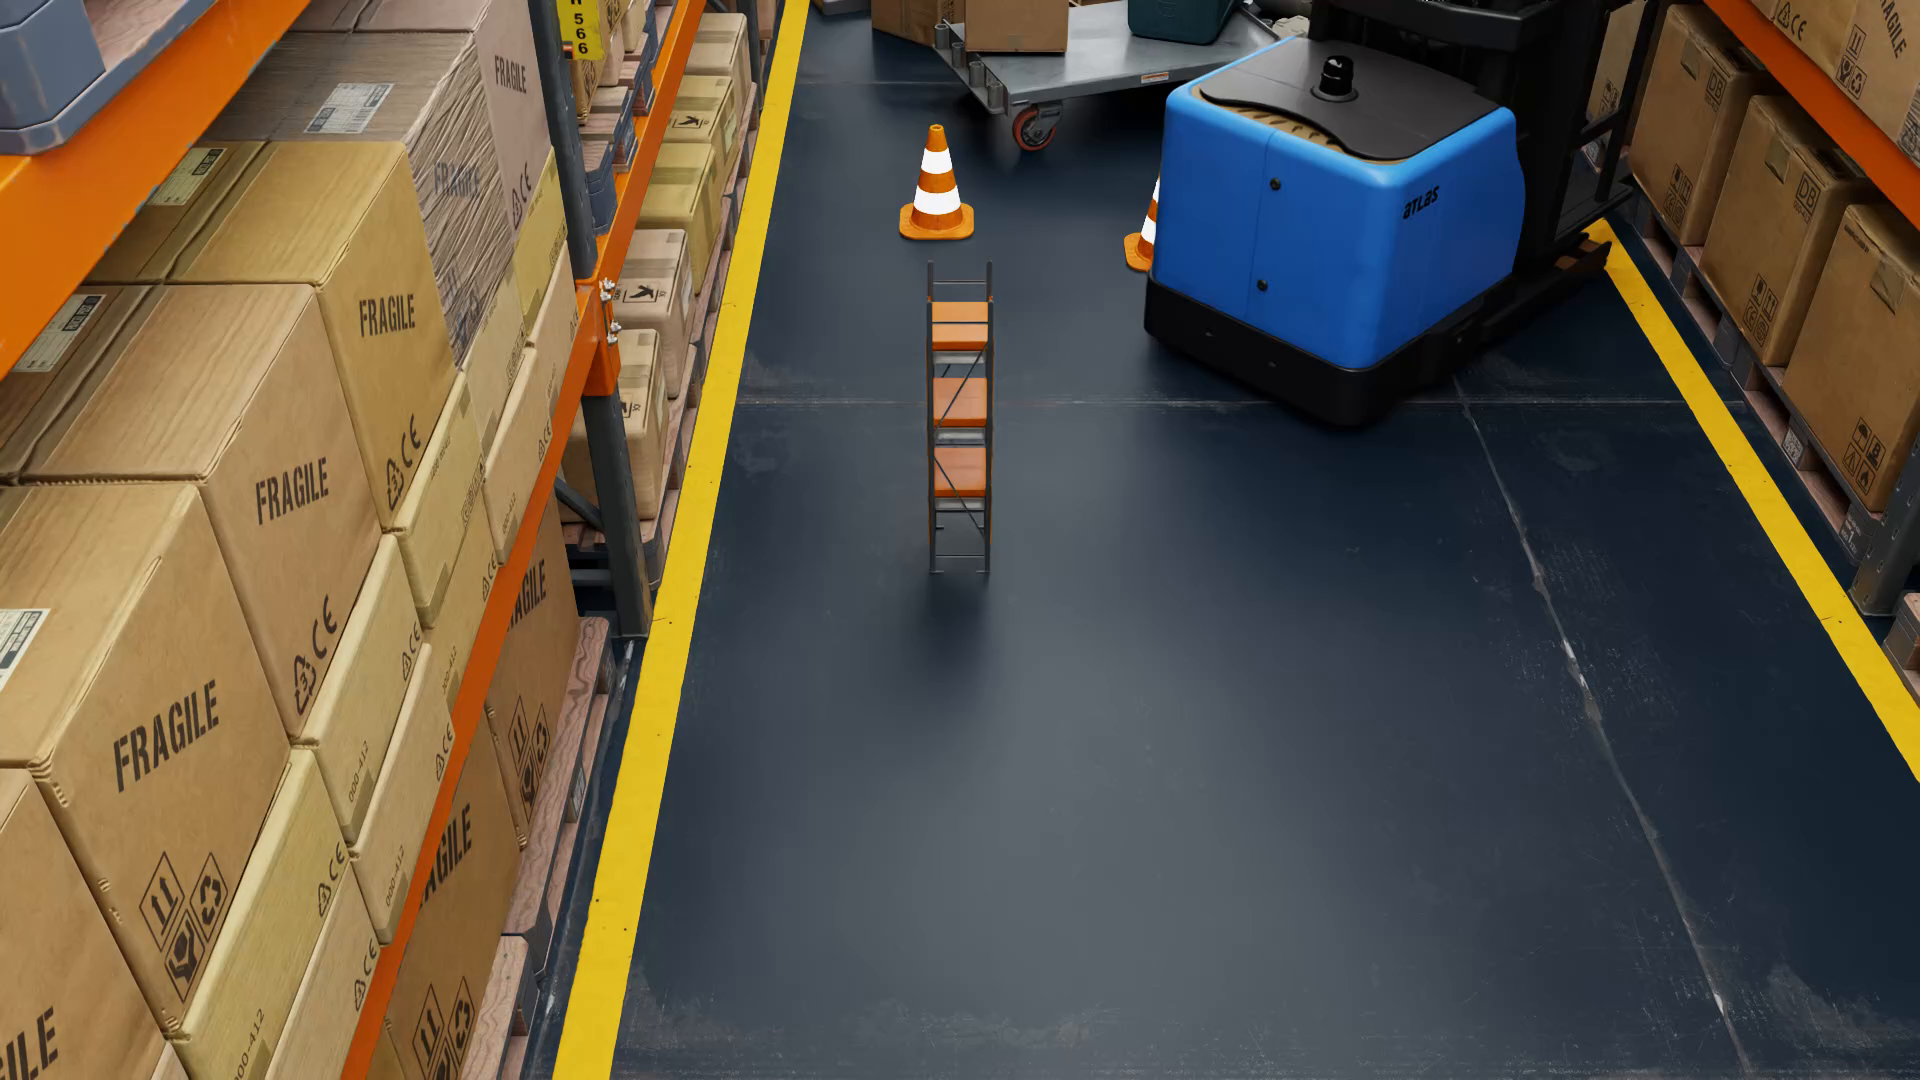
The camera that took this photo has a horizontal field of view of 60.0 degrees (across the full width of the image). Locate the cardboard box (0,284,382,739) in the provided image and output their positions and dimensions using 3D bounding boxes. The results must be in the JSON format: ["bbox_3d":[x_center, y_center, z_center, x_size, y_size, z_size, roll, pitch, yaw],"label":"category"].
[{"bbox_3d":[-1.244,-0.045,2.528,0.500,0.500,0.500,-1,39,-1],"label":"cardboard box"}]

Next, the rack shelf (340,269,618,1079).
[{"bbox_3d":[-1.500,0.644,3.123,1.077,0.370,4.000,0,39,0],"label":"rack shelf"}]

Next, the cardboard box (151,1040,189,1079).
[{"bbox_3d":[-1.245,0.876,1.978,0.500,0.250,0.500,1,39,1],"label":"cardboard box"}]

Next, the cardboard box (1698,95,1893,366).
[{"bbox_3d":[3.532,-1.167,6.271,1.050,0.750,0.750,1,39,1],"label":"cardboard box"}]

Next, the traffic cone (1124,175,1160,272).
[{"bbox_3d":[0.895,-1.444,7.181,0.336,0.463,0.334,0,39,0],"label":"traffic cone"}]

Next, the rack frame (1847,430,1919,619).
[{"bbox_3d":[3.448,-0.954,4.542,1.000,3.000,0.127,0,39,0],"label":"rack frame"}]

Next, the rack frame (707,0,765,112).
[{"bbox_3d":[-1.507,-3.389,7.580,1.000,3.000,0.127,0,39,0],"label":"rack frame"}]

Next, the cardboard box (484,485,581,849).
[{"bbox_3d":[-1.585,0.210,4.452,0.875,0.875,0.875,0,39,0],"label":"cardboard box"}]

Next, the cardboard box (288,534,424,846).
[{"bbox_3d":[-1.222,0.245,2.766,0.500,0.250,0.500,-1,39,-1],"label":"cardboard box"}]

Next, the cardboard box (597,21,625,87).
[{"bbox_3d":[-1.238,-1.504,5.094,0.380,0.149,0.250,-2,39,-3],"label":"cardboard box"}]

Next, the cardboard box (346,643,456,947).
[{"bbox_3d":[-1.212,0.441,2.921,0.500,0.250,0.500,-1,39,-1],"label":"cardboard box"}]

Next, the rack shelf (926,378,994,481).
[{"bbox_3d":[0.000,-0.368,5.387,0.215,0.259,0.240,0,39,0],"label":"rack shelf"}]

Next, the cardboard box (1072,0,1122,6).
[{"bbox_3d":[1.031,-3.287,9.341,0.797,0.637,0.503,0,39,0],"label":"cardboard box"}]

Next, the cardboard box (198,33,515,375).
[{"bbox_3d":[-1.231,-0.672,3.311,0.500,0.500,0.500,1,39,1],"label":"cardboard box"}]

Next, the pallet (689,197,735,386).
[{"bbox_3d":[-1.500,-1.049,6.890,1.003,0.211,1.213,0,39,0],"label":"pallet"}]

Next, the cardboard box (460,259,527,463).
[{"bbox_3d":[-1.243,-0.400,3.571,0.500,0.250,0.500,-1,39,-1],"label":"cardboard box"}]

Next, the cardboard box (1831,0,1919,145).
[{"bbox_3d":[3.179,-1.586,5.251,0.500,0.500,0.500,0,39,0],"label":"cardboard box"}]

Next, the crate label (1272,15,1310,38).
[{"bbox_3d":[1.840,-2.755,9.079,0.298,0.136,0.250,-28,46,-30],"label":"crate label"}]

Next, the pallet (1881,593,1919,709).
[{"bbox_3d":[3.447,0.623,4.804,1.003,0.211,1.213,0,39,0],"label":"pallet"}]

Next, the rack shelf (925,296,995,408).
[{"bbox_3d":[0.000,-0.589,5.209,0.215,0.259,0.240,0,39,0],"label":"rack shelf"}]

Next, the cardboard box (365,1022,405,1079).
[{"bbox_3d":[-1.587,1.327,3.059,0.875,0.875,0.875,1,39,1],"label":"cardboard box"}]

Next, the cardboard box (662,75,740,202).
[{"bbox_3d":[-1.500,-1.749,7.300,0.950,0.372,0.625,2,39,3],"label":"cardboard box"}]

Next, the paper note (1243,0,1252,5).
[{"bbox_3d":[1.611,-3.142,9.652,0.172,0.023,0.155,13,40,15],"label":"paper note"}]

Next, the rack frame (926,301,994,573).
[{"bbox_3d":[0.000,-0.300,5.285,0.200,1.050,0.008,0,39,0],"label":"rack frame"}]

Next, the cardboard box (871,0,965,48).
[{"bbox_3d":[-0.148,-3.085,9.198,0.500,0.500,0.500,28,46,30],"label":"cardboard box"}]

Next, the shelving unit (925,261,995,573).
[{"bbox_3d":[0.000,-0.376,5.380,0.215,1.050,0.252,0,39,0],"label":"shelving unit"}]

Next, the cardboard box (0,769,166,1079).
[{"bbox_3d":[-1.239,0.592,1.734,0.500,0.500,0.500,0,39,0],"label":"cardboard box"}]

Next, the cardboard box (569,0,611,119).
[{"bbox_3d":[-1.271,-1.488,4.554,0.500,0.500,0.500,-1,39,-1],"label":"cardboard box"}]

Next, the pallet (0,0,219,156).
[{"bbox_3d":[-1.444,-0.882,2.204,1.003,0.211,1.213,2,39,2],"label":"pallet"}]

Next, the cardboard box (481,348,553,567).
[{"bbox_3d":[-1.226,-0.193,3.712,0.500,0.250,0.500,1,39,1],"label":"cardboard box"}]

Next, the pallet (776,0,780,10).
[{"bbox_3d":[-1.547,-3.485,9.930,1.003,0.211,1.213,0,39,0],"label":"pallet"}]

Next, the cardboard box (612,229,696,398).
[{"bbox_3d":[-1.502,-0.840,6.165,0.950,0.372,0.625,-1,39,-1],"label":"cardboard box"}]

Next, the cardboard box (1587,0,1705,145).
[{"bbox_3d":[3.534,-2.353,7.751,1.050,0.750,0.750,0,39,0],"label":"cardboard box"}]

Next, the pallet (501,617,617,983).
[{"bbox_3d":[-1.577,0.694,4.715,1.003,0.211,1.213,0,39,0],"label":"pallet"}]

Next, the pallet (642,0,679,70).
[{"bbox_3d":[-1.546,-2.050,6.063,1.003,0.211,1.213,0,39,0],"label":"pallet"}]

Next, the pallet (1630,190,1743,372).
[{"bbox_3d":[3.523,-1.120,6.979,1.003,0.211,1.213,0,39,0],"label":"pallet"}]

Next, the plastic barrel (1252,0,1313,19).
[{"bbox_3d":[1.908,-3.158,9.353,0.512,0.421,0.421,28,46,30],"label":"plastic barrel"}]

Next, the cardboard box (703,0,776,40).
[{"bbox_3d":[-1.238,-2.849,8.769,0.500,0.250,0.500,-2,39,-2],"label":"cardboard box"}]

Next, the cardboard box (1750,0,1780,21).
[{"bbox_3d":[3.174,-2.219,6.041,0.500,0.500,0.500,1,39,1],"label":"cardboard box"}]

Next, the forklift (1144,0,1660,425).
[{"bbox_3d":[2.140,-2.384,6.381,3.031,2.935,1.130,-32,49,-33],"label":"forklift"}]
